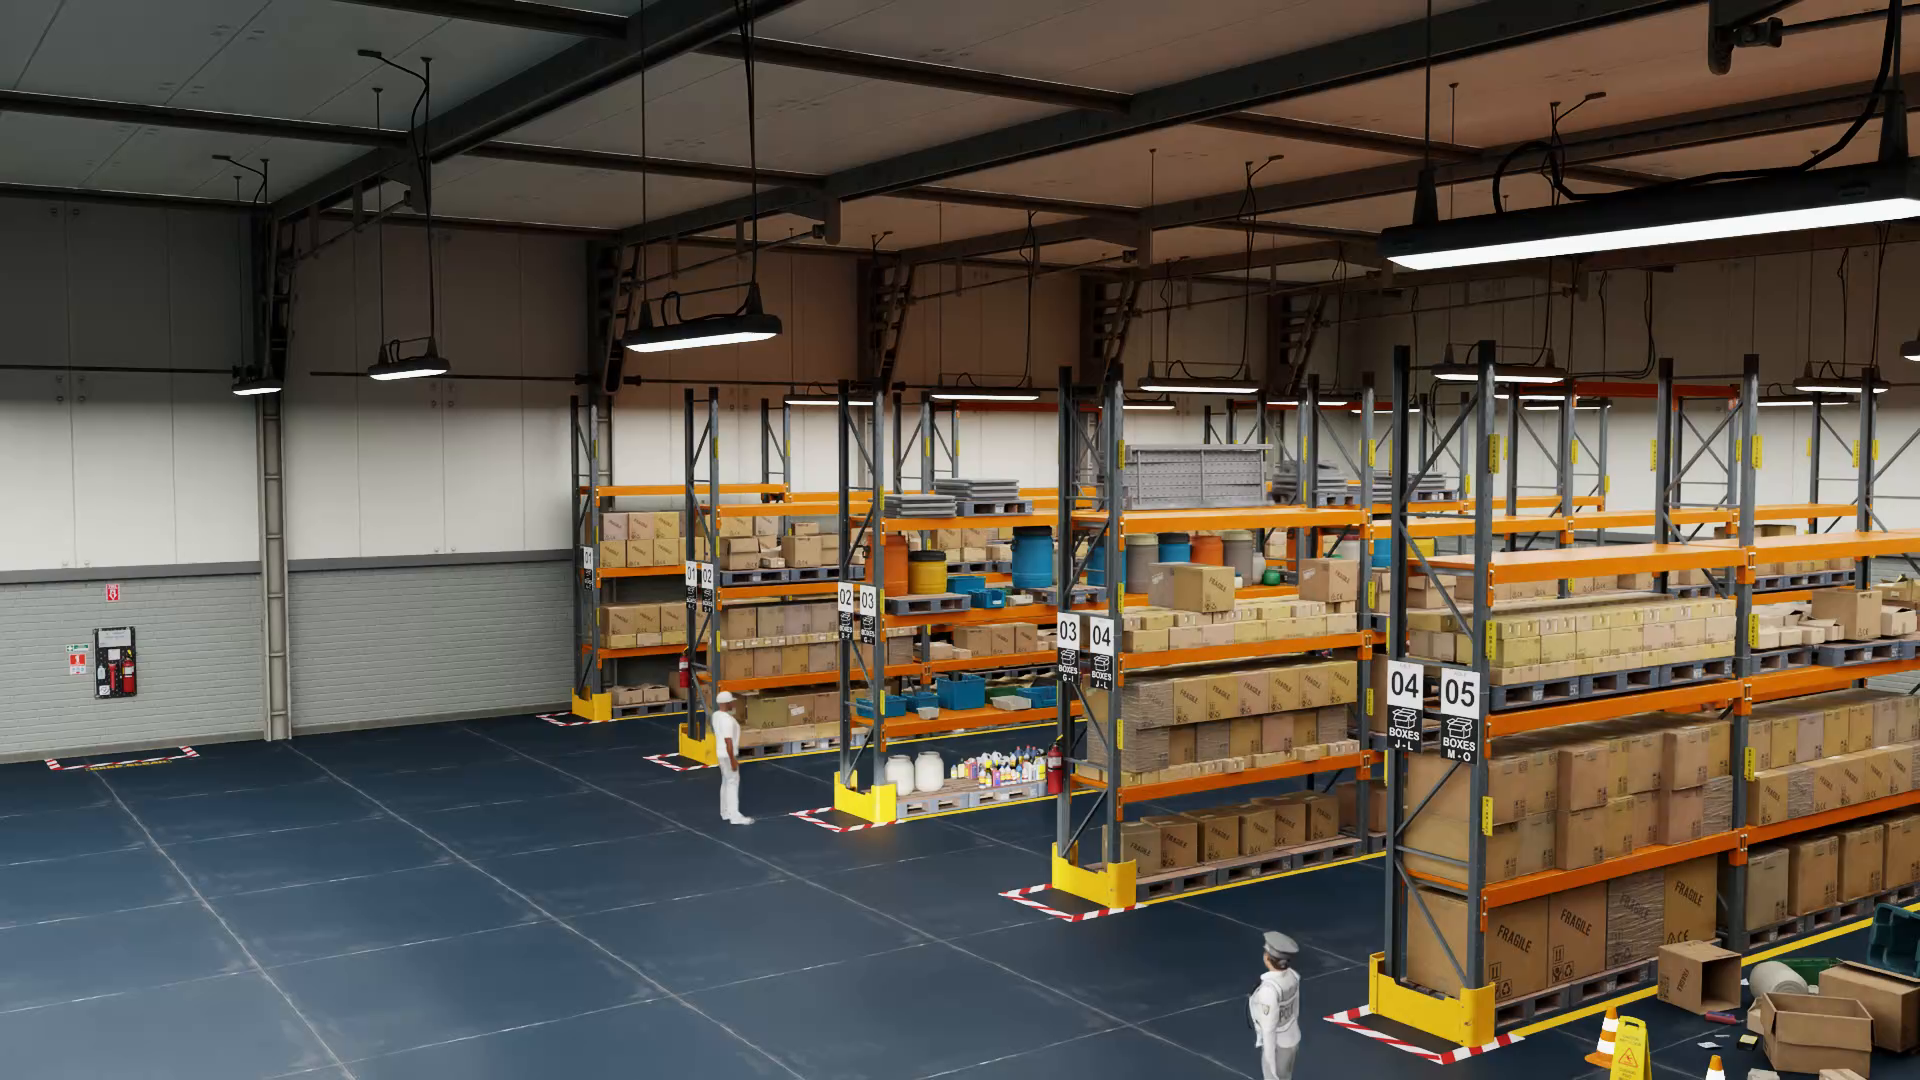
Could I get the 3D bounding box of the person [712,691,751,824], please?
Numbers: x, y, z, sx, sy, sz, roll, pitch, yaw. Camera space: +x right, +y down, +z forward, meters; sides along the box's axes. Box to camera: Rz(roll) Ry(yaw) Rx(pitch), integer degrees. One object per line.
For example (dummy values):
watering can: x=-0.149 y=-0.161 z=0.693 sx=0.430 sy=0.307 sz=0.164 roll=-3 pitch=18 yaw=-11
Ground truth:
person: x=-3.095 y=2.926 z=22.513 sx=0.518 sy=1.773 sz=0.581 roll=0 pitch=3 yaw=-7

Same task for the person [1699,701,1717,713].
person: x=10.043 y=2.917 z=22.519 sx=0.600 sy=1.792 sz=0.469 roll=-1 pitch=4 yaw=-18

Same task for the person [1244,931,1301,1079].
person: x=2.257 y=3.608 z=11.798 sx=0.412 sy=1.702 sz=0.635 roll=1 pitch=4 yaw=23
